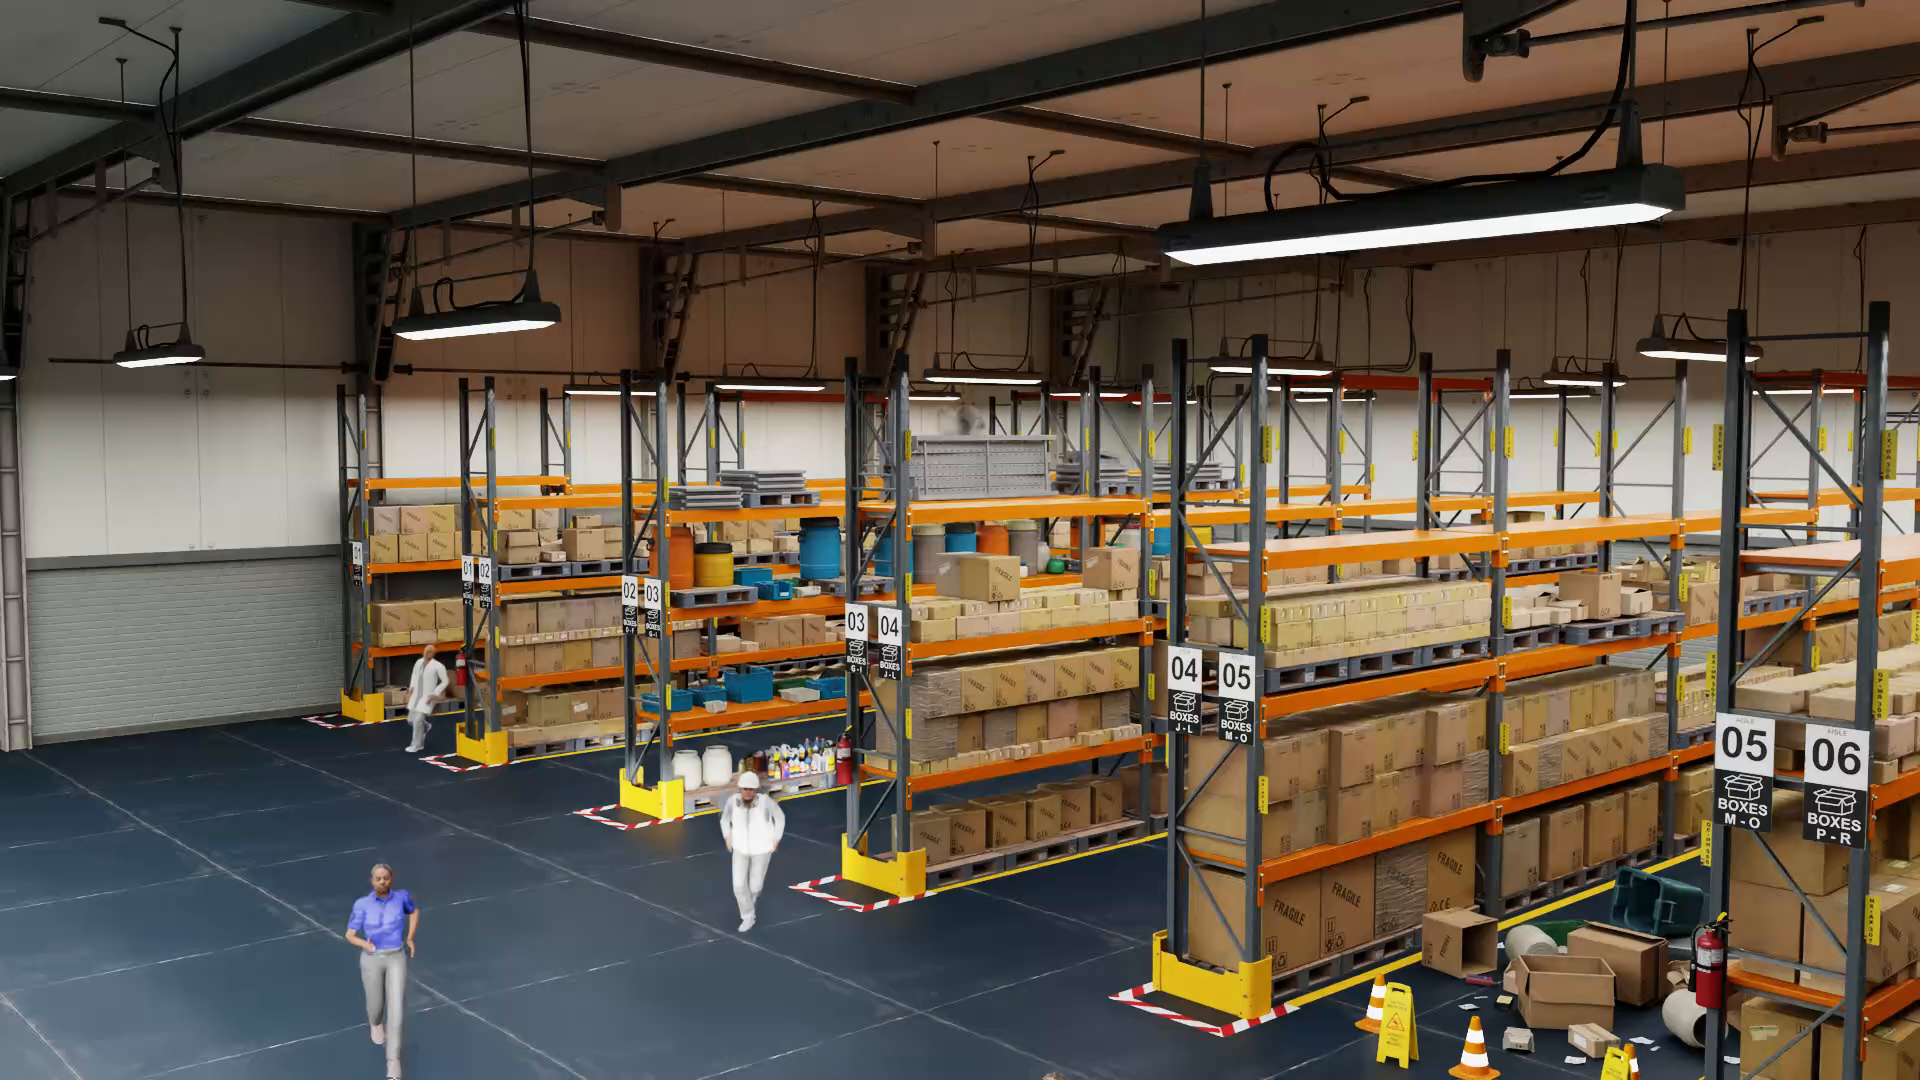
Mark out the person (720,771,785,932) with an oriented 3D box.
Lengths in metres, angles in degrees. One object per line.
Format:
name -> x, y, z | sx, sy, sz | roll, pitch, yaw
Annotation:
person -> -2.148, 3.203, 17.334 | 0.675, 1.703, 0.880 | 0, 4, 2

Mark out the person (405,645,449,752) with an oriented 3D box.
person -> -8.580, 2.541, 26.877 | 0.753, 1.720, 0.675 | 1, 4, 19

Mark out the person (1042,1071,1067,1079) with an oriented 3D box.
person -> 0.504, 3.751, 9.176 | 0.593, 1.606, 0.574 | 0, 4, -3

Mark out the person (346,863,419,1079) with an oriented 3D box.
person -> -4.677, 3.441, 13.507 | 0.581, 1.658, 0.920 | -2, 4, -23
